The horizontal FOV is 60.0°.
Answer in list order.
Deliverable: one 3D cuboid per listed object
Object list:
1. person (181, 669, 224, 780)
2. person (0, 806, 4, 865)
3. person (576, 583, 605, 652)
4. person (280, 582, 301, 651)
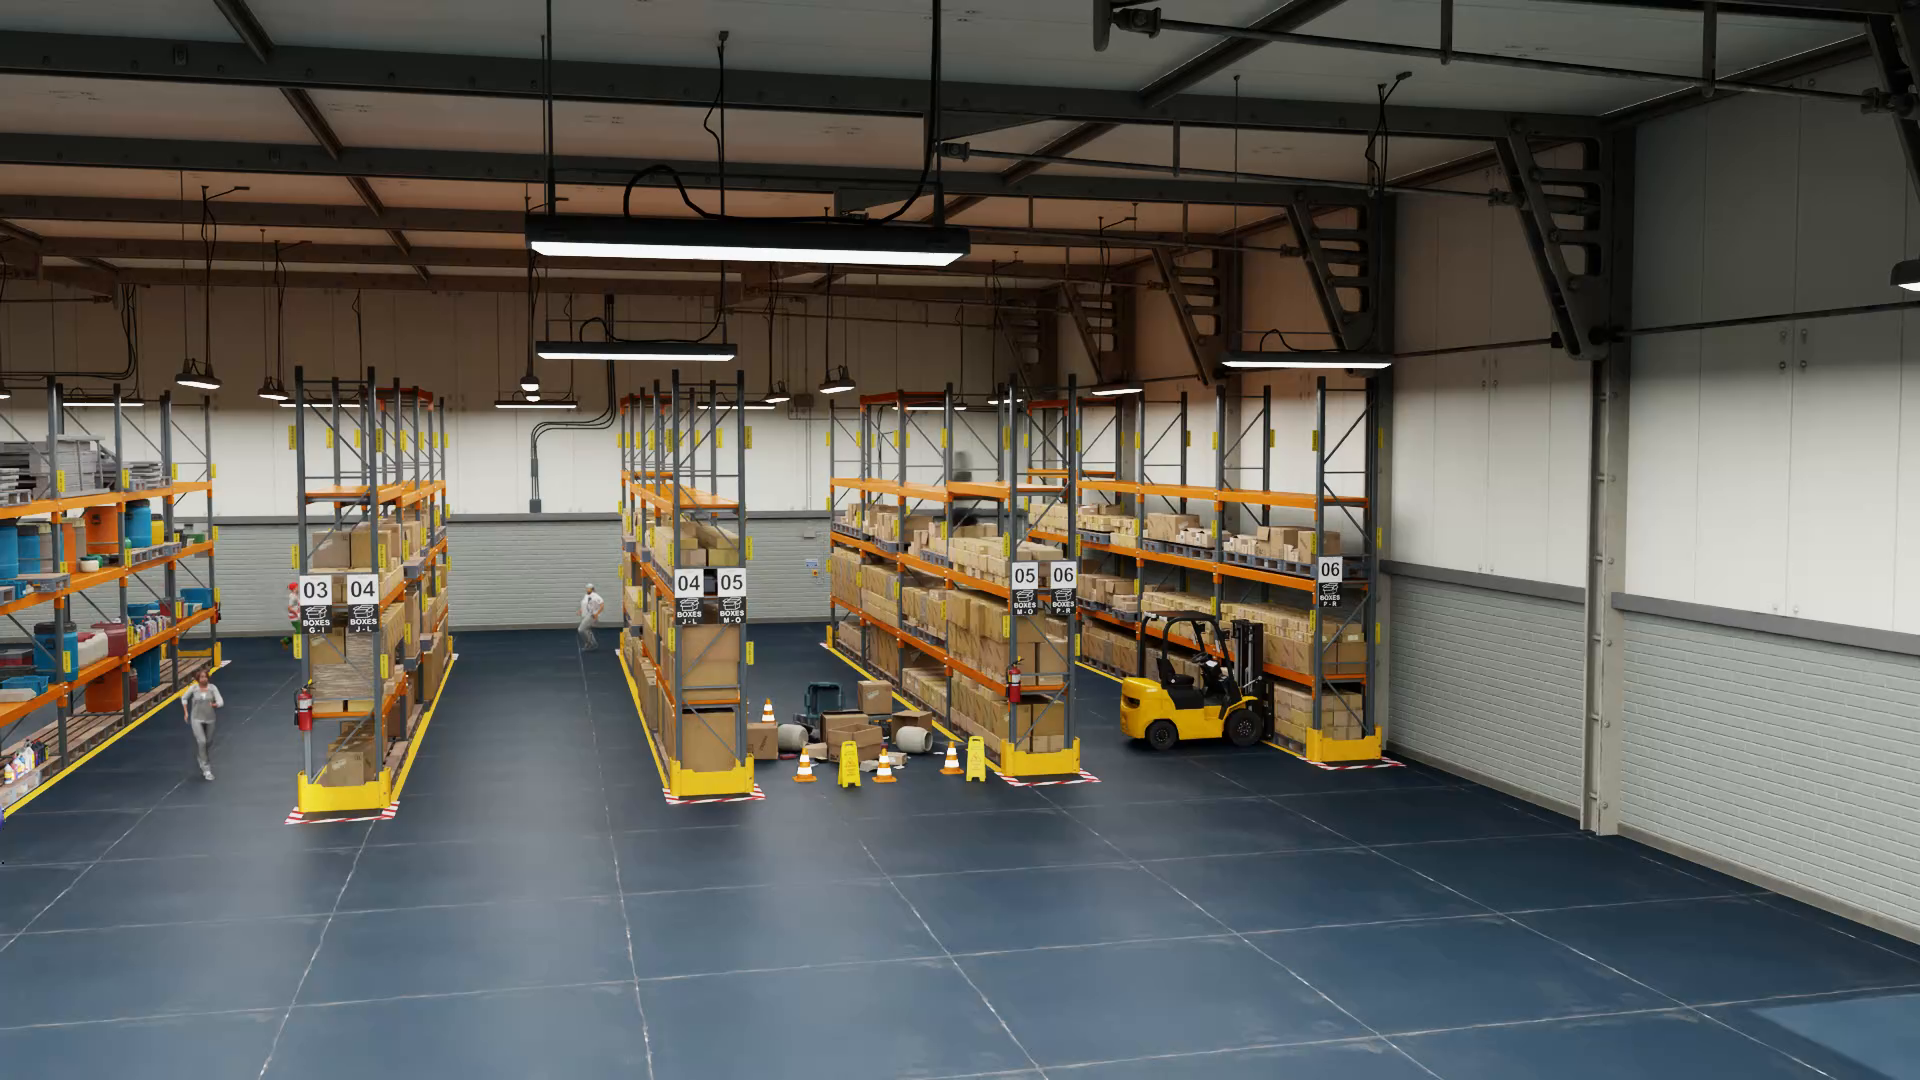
[{"bbox_3d":[-11.233,2.703,24.683,0.529,1.596,0.883,-3,4,-37],"label":"person"},{"bbox_3d":[-11.606,3.021,19.533,0.725,1.710,0.637,1,4,15],"label":"person"},{"bbox_3d":[-8.792,1.847,39.466,0.626,1.654,0.674,-3,4,-40],"label":"person"},{"bbox_3d":[-15.406,1.840,38.471,0.627,1.741,0.656,-1,4,-20],"label":"person"}]
